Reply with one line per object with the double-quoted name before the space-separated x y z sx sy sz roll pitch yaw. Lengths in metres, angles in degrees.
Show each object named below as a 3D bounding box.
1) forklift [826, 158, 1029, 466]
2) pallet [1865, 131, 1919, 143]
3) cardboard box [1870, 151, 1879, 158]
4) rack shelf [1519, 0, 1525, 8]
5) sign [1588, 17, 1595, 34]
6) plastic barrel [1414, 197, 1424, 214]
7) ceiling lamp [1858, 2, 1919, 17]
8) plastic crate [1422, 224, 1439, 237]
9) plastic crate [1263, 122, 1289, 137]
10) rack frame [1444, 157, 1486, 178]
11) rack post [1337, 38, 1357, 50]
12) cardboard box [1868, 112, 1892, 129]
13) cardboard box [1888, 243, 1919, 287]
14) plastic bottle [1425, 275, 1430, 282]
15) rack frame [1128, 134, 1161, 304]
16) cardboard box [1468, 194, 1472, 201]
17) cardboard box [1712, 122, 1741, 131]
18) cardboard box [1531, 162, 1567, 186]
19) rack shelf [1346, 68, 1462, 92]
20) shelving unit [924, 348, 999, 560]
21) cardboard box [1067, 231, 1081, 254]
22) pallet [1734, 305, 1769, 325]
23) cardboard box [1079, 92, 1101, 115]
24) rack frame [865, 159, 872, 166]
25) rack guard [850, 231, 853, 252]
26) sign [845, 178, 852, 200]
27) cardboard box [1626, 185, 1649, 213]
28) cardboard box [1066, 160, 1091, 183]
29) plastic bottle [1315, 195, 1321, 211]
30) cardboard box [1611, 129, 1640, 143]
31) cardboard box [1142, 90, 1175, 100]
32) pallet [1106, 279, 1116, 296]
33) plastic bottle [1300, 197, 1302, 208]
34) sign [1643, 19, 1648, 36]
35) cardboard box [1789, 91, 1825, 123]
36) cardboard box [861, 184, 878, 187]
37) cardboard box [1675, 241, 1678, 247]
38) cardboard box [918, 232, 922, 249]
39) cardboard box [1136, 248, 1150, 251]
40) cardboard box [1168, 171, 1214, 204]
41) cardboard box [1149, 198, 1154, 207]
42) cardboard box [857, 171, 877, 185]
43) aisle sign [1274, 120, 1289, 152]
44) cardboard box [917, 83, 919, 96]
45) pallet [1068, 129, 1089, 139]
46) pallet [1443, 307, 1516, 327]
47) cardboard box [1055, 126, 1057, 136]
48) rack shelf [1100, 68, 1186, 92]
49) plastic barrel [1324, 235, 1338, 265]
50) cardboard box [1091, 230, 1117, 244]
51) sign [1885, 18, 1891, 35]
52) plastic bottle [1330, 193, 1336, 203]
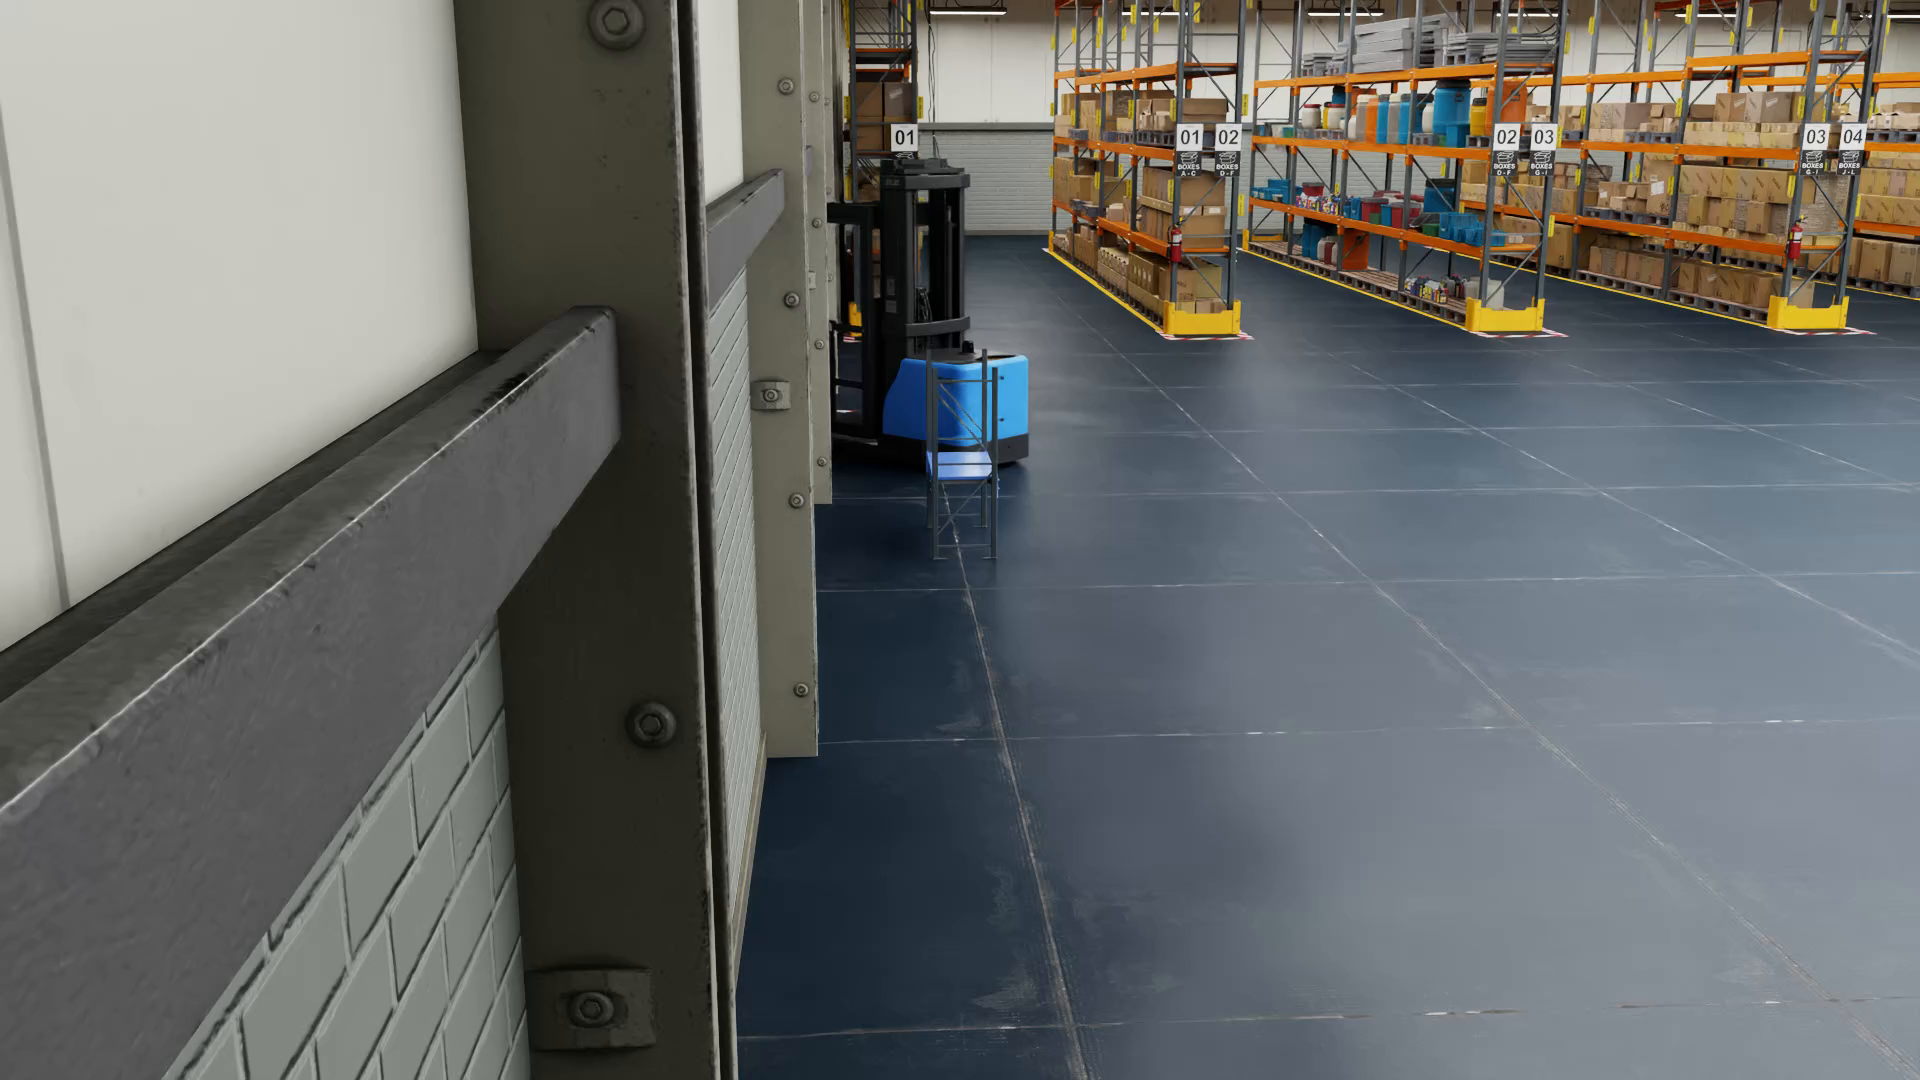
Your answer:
"forklift" -0.754 -2.337 16.726 3.031 2.935 1.130 13 19 40
"pallet" 18.313 -7.841 32.340 1.003 0.211 1.213 0 14 -1
"cardboard box" 22.386 -9.376 40.438 0.380 0.149 0.250 -1 14 -5
"rack shelf" 13.067 -11.529 35.051 1.077 0.370 4.000 -1 14 -3
"sign" 12.637 -10.290 33.269 0.100 0.325 0.005 -1 14 -3
"plastic barrel" 8.655 -6.101 30.947 0.433 0.535 0.433 0 14 0
"ceiling lamp" 25.050 -15.449 43.795 2.000 3.185 0.800 -1 14 -3
"plastic crate" 8.298 -5.350 28.724 0.450 0.188 0.662 -1 14 -3
"plastic crate" 7.572 -9.817 39.766 0.504 0.338 0.767 -1 14 -3
"rack frame" 12.695 -8.855 41.923 1.000 3.000 0.127 -1 14 -3
"rack post" 8.101 -10.136 33.828 0.624 0.289 0.986 -1 14 -3
"cardboard box" 18.036 -8.143 32.269 0.500 0.311 0.500 -1 14 -4
"cardboard box" 18.267 -5.189 31.346 1.050 0.750 0.750 -1 14 -4
"plastic bottle" 8.275 -4.519 29.505 0.144 0.351 0.185 -1 14 -3
"rack frame" 3.551 -5.719 29.733 1.000 3.000 0.127 -1 14 -3
"cardboard box" 12.484 -8.257 40.104 0.380 0.149 0.250 -1 14 -5
"cardboard box" 13.290 -7.165 28.834 0.380 0.149 0.250 0 14 -2
"cardboard box" 13.022 -8.065 36.638 0.797 0.503 0.637 -1 14 -3
"rack shelf" 8.371 -8.655 31.351 1.077 0.370 4.000 -1 14 -3
"shelving unit" 0.005 -0.705 13.257 0.538 1.500 1.048 -1 14 -3
"cardboard box" 2.737 -6.848 38.256 0.500 0.500 0.500 -1 14 -3
"pallet" 13.667 -3.747 27.665 1.003 0.211 1.213 -1 14 -3
"cardboard box" 2.987 -9.814 37.422 0.700 0.500 0.500 -1 14 -3
"rack frame" -1.888 -7.631 37.165 1.000 3.000 0.127 -1 14 -3
"rack guard" -2.138 -7.421 41.366 1.175 0.500 0.348 -1 14 -3
"sign" -1.700 -5.357 25.368 0.100 0.325 0.005 -1 14 -3
"cardboard box" 13.239 -6.554 31.928 0.797 0.503 0.637 1 14 2
"cardboard box" 2.731 -8.490 38.297 0.500 0.500 0.500 -1 14 -5
"plastic bottle" 7.738 -7.263 35.833 0.144 0.351 0.185 -1 14 -3
"cardboard box" 13.039 -7.869 32.373 0.500 0.250 0.500 -1 14 -2
"cardboard box" 3.552 -7.819 29.830 0.500 0.500 0.500 -1 14 -3
"pallet" 3.388 -4.855 31.972 1.003 0.211 1.213 -1 14 -3
"plastic bottle" 7.636 -7.538 37.062 0.097 0.271 0.097 0 14 0
"sign" 13.732 -10.272 33.358 0.100 0.325 0.005 -1 14 -3
"cardboard box" 13.864 -7.137 27.423 0.500 0.500 0.500 -1 14 -4
"cardboard box" -1.540 -6.642 32.239 0.700 0.500 0.500 -2 15 -9
"cardboard box" 17.522 -7.150 40.174 0.380 0.149 0.250 -1 14 -2
"cardboard box" -0.858 -4.710 26.072 0.500 0.250 0.500 -1 14 -5
"cardboard box" 3.620 -5.601 32.826 0.500 0.311 0.500 -1 14 -4
"cardboard box" 3.742 -5.661 26.703 0.700 0.500 0.500 -1 14 -5
"cardboard box" 3.439 -5.757 28.381 0.380 0.149 0.250 -1 14 -5
"cardboard box" -1.928 -7.310 33.576 0.500 0.250 0.500 0 14 -2
"aisle sign" 8.040 -10.060 41.389 0.394 0.787 0.004 -1 14 -3
"cardboard box" -0.907 -6.867 25.927 0.500 0.500 0.500 -1 14 -4
"pallet" 3.026 -8.907 36.481 1.213 0.211 1.003 -1 14 -3
"pallet" 8.646 -3.669 27.364 1.003 0.211 1.213 -1 14 -3
"cardboard box" 2.586 -9.951 40.465 0.500 0.250 0.500 -1 14 -3
"rack shelf" 3.427 -8.579 31.058 1.077 0.370 4.000 -1 14 -3
"plastic barrel" 8.130 -6.227 35.704 0.600 0.588 0.708 -1 14 -3
"cardboard box" 3.003 -6.322 34.706 0.500 0.250 0.500 0 14 -1
"sign" 18.701 -10.361 33.543 0.100 0.325 0.005 -1 14 -3
"plastic bottle" 8.251 -7.488 36.709 0.144 0.351 0.185 -1 14 -3
